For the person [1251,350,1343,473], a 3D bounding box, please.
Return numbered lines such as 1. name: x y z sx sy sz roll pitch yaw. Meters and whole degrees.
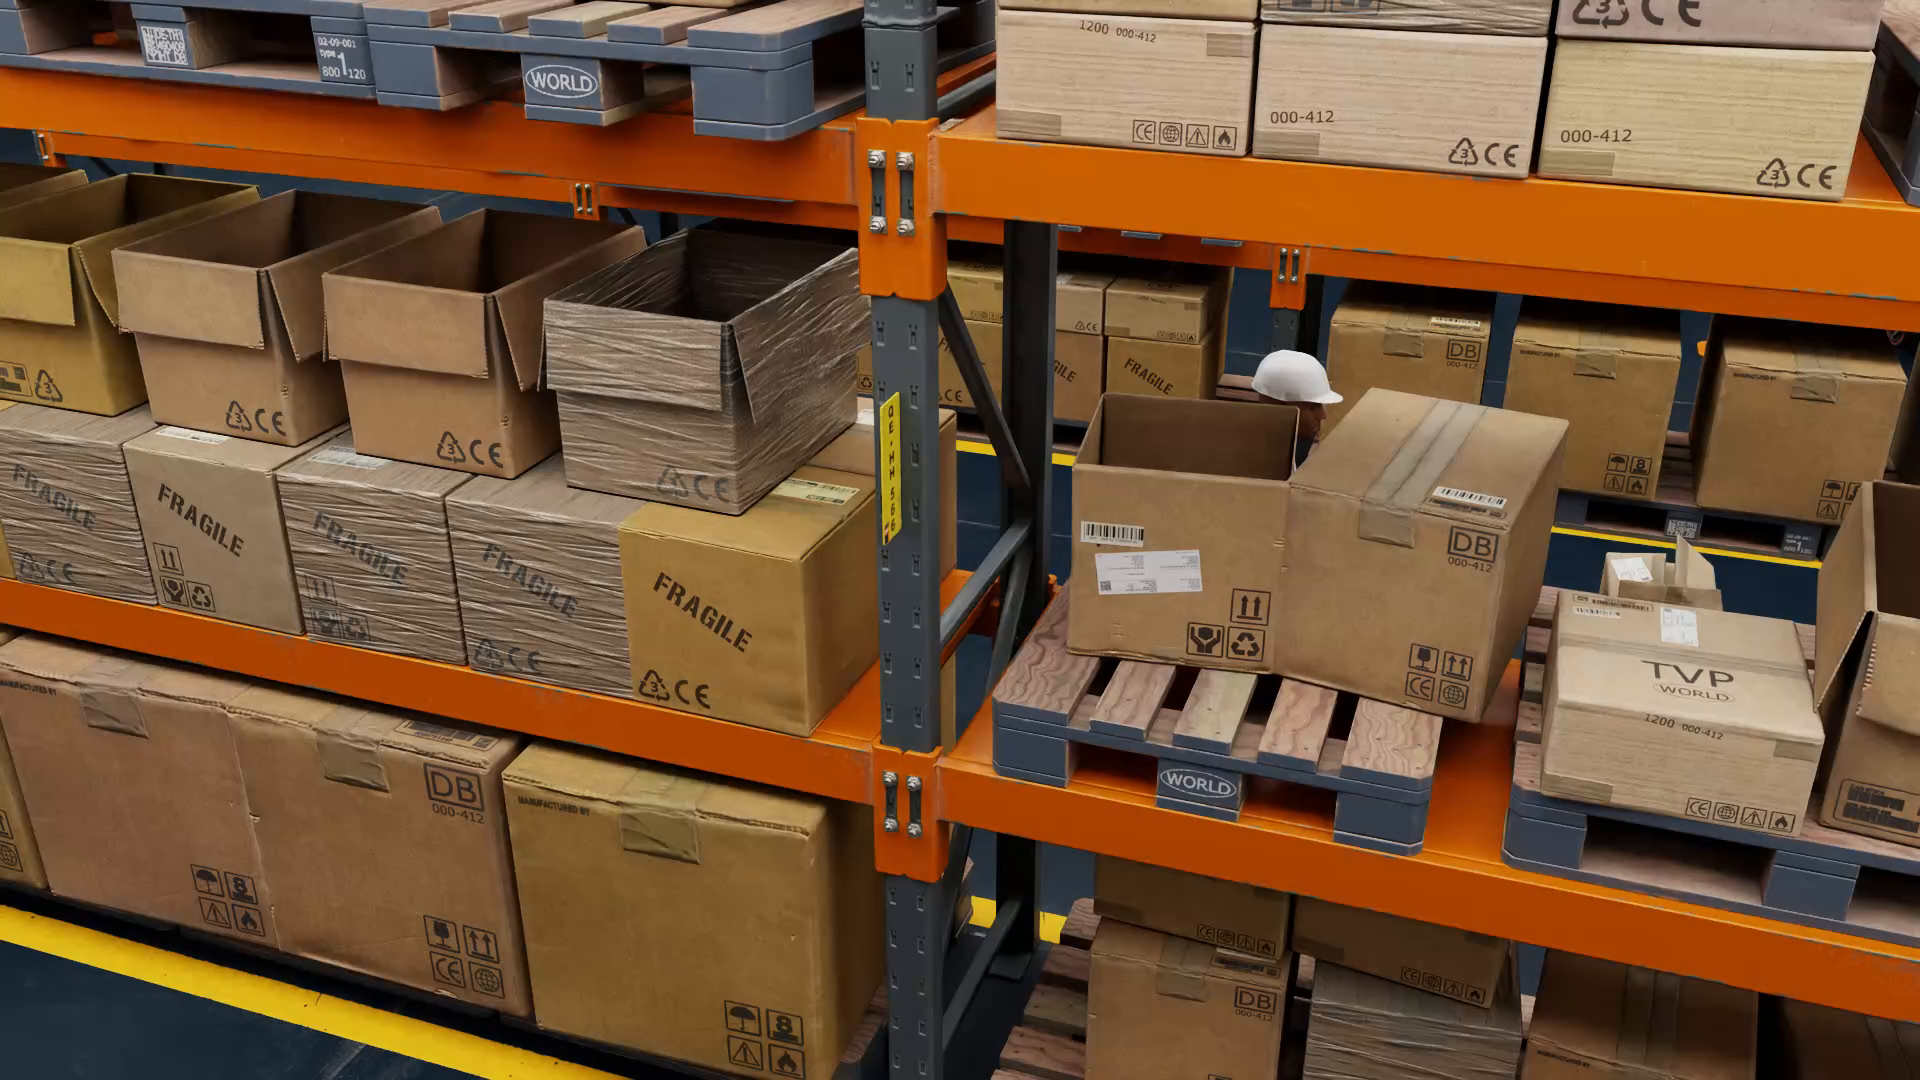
1. person: 1.001 0.197 5.682 0.454 1.757 0.636 9 27 18
